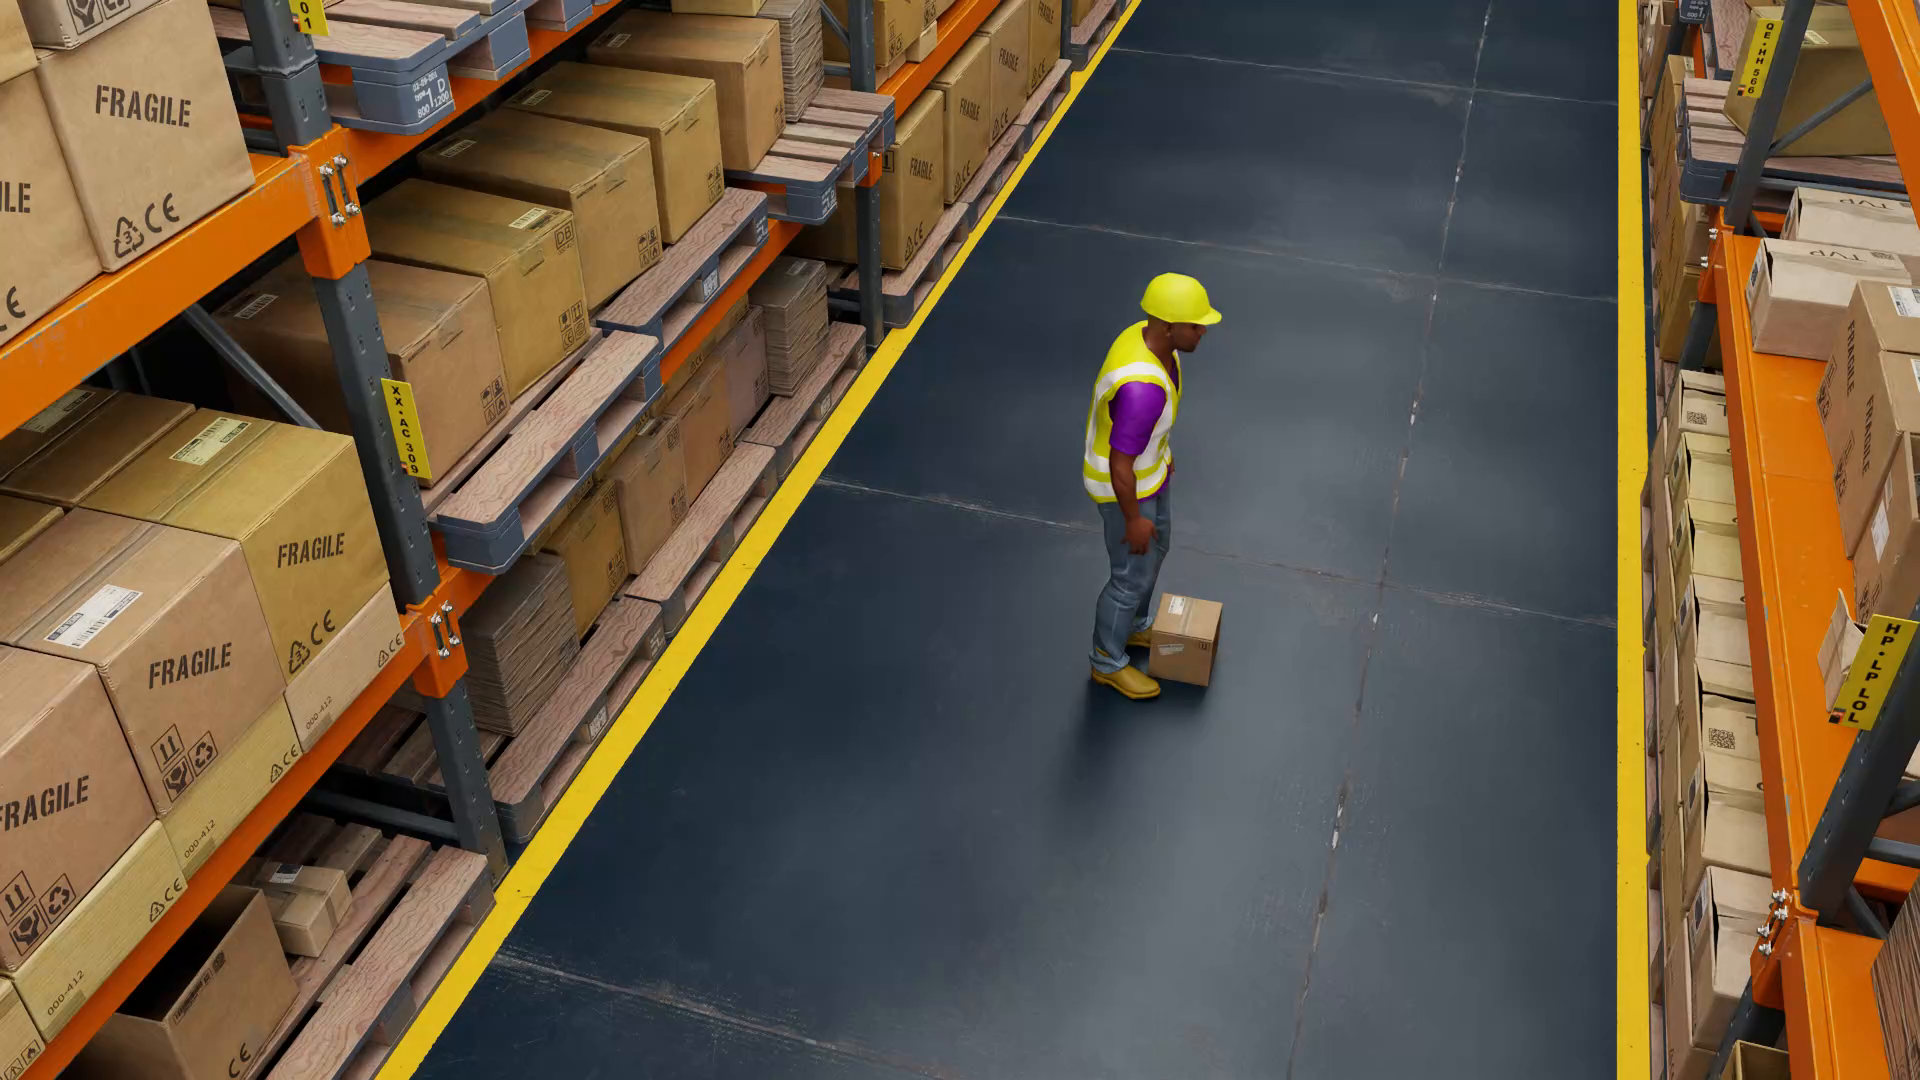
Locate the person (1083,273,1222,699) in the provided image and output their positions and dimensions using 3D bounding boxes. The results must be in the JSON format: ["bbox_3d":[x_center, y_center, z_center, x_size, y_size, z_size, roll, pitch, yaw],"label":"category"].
[{"bbox_3d":[0.711,-0.231,6.442,0.459,1.761,0.638,10,38,12],"label":"person"}]
